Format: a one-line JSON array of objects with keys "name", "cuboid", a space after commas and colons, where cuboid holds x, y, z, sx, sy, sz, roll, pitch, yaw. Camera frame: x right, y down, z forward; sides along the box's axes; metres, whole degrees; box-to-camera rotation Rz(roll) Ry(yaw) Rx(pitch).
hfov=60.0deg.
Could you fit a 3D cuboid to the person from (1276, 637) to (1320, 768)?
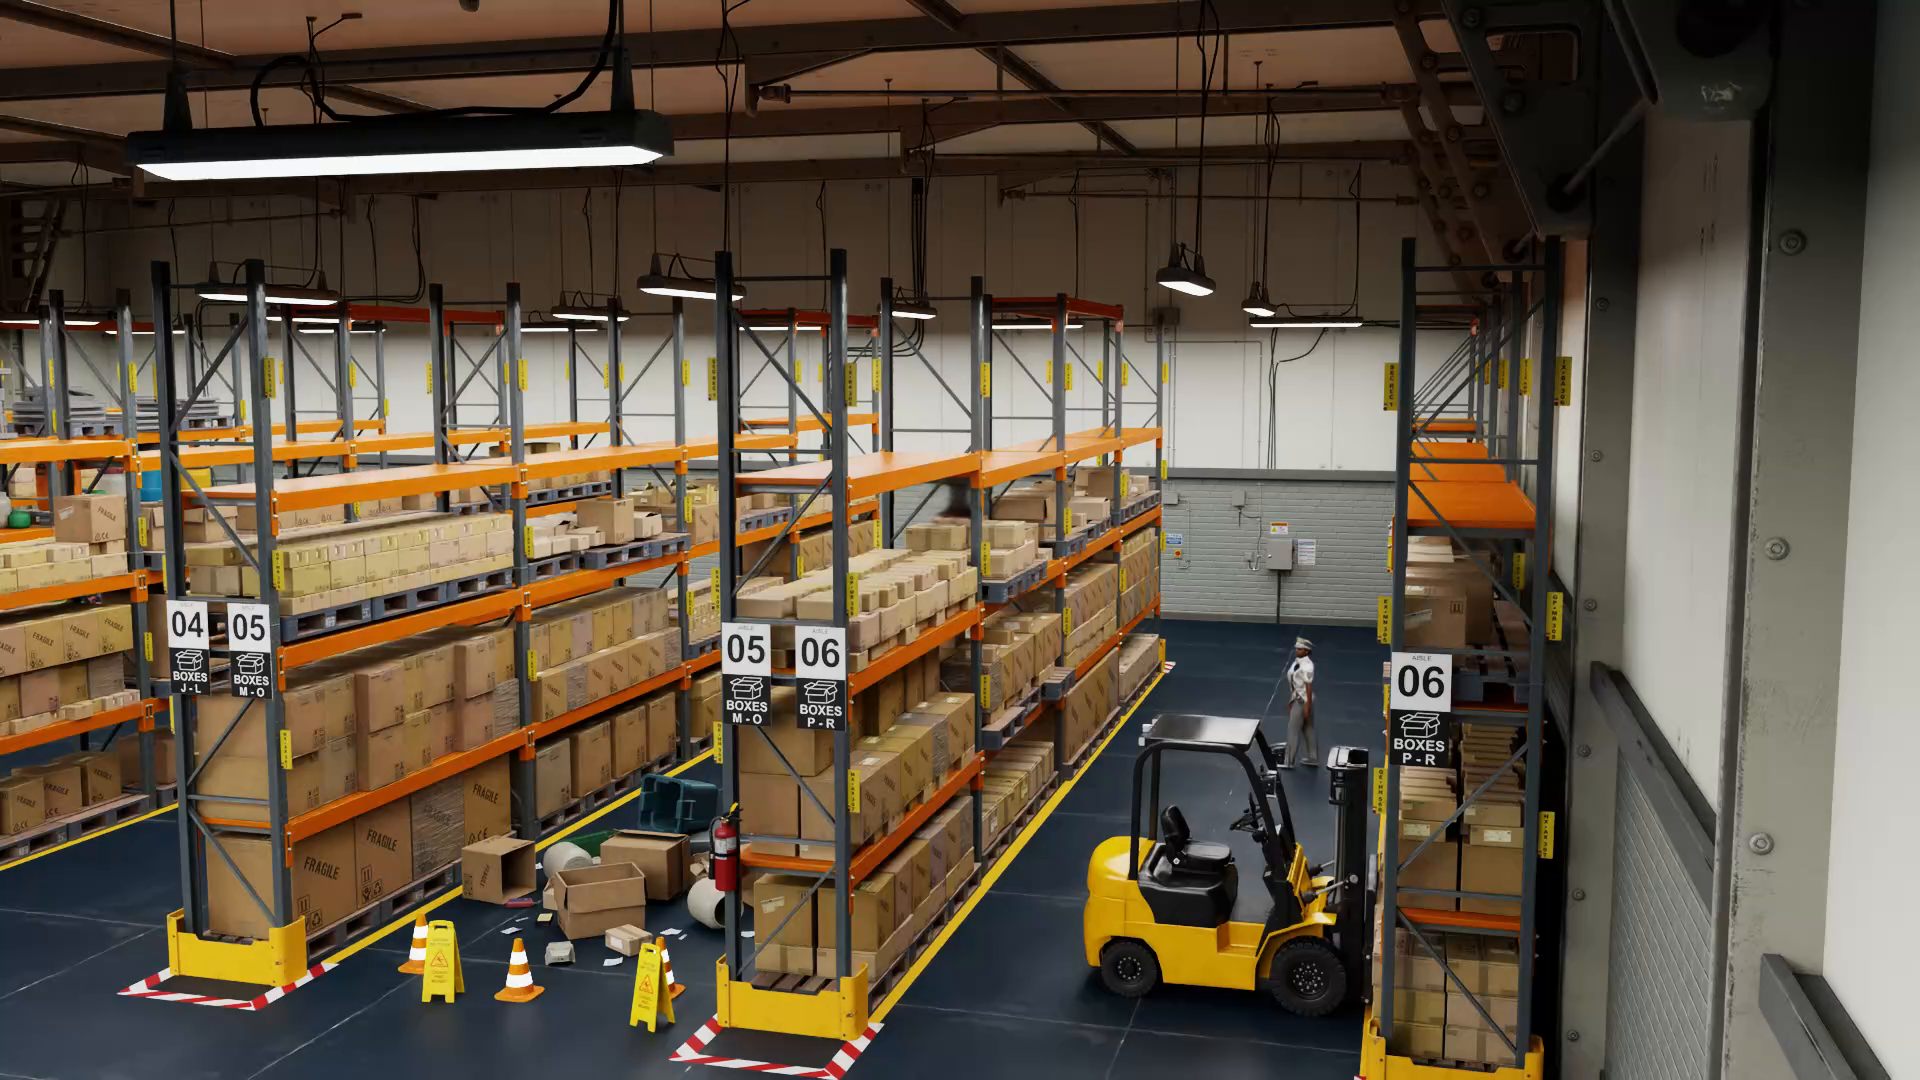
[{"name": "person", "cuboid": [4.325, 2.079, 21.360, 0.607, 1.682, 0.504, 2, 6, 15]}]
